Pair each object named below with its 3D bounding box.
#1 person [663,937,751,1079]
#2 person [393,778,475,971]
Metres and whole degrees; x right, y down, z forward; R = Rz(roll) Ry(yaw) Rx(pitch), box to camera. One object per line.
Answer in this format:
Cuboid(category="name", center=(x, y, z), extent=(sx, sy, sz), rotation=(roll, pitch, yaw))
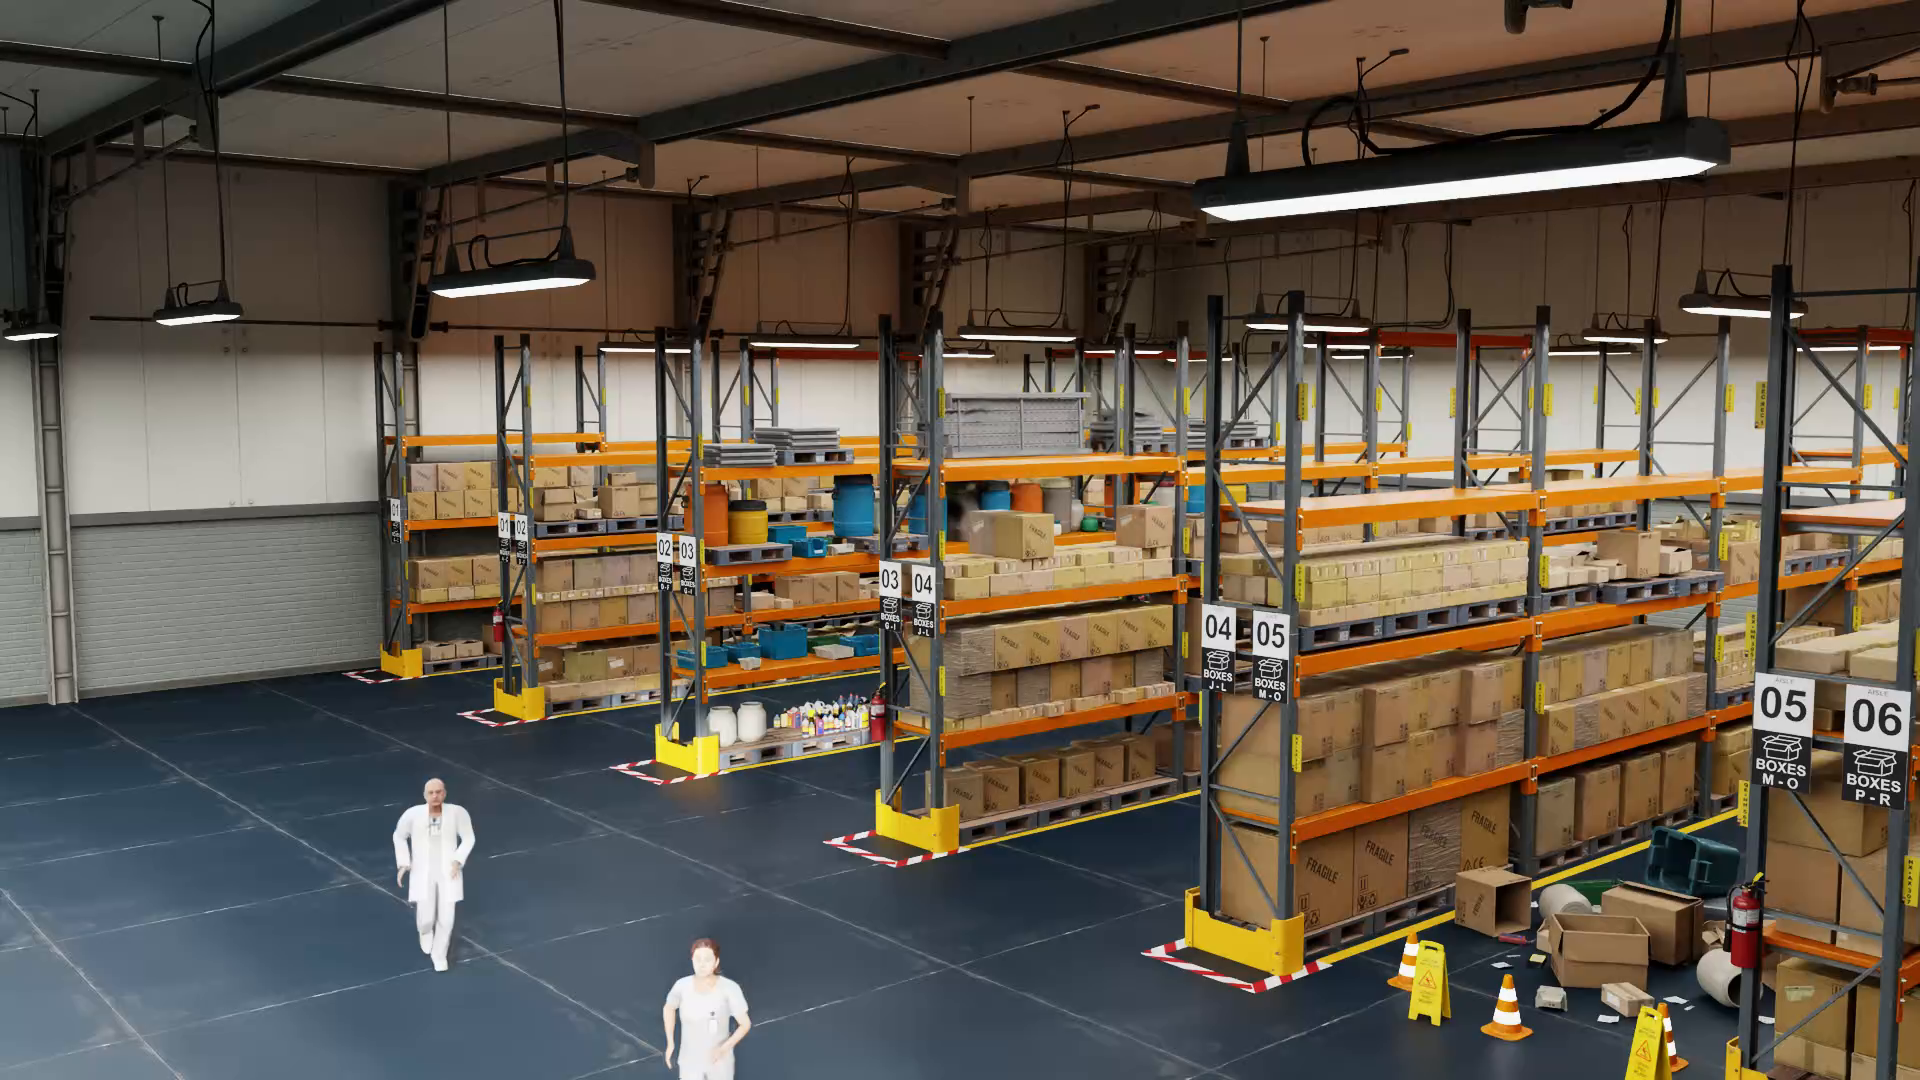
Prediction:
Cuboid(category="person", center=(-1.632, 3.357, 10.695), extent=(0.593, 1.645, 0.907), rotation=(0, 5, 1))
Cuboid(category="person", center=(-4.656, 2.966, 14.761), extent=(0.696, 1.726, 0.671), rotation=(-2, 5, -18))
